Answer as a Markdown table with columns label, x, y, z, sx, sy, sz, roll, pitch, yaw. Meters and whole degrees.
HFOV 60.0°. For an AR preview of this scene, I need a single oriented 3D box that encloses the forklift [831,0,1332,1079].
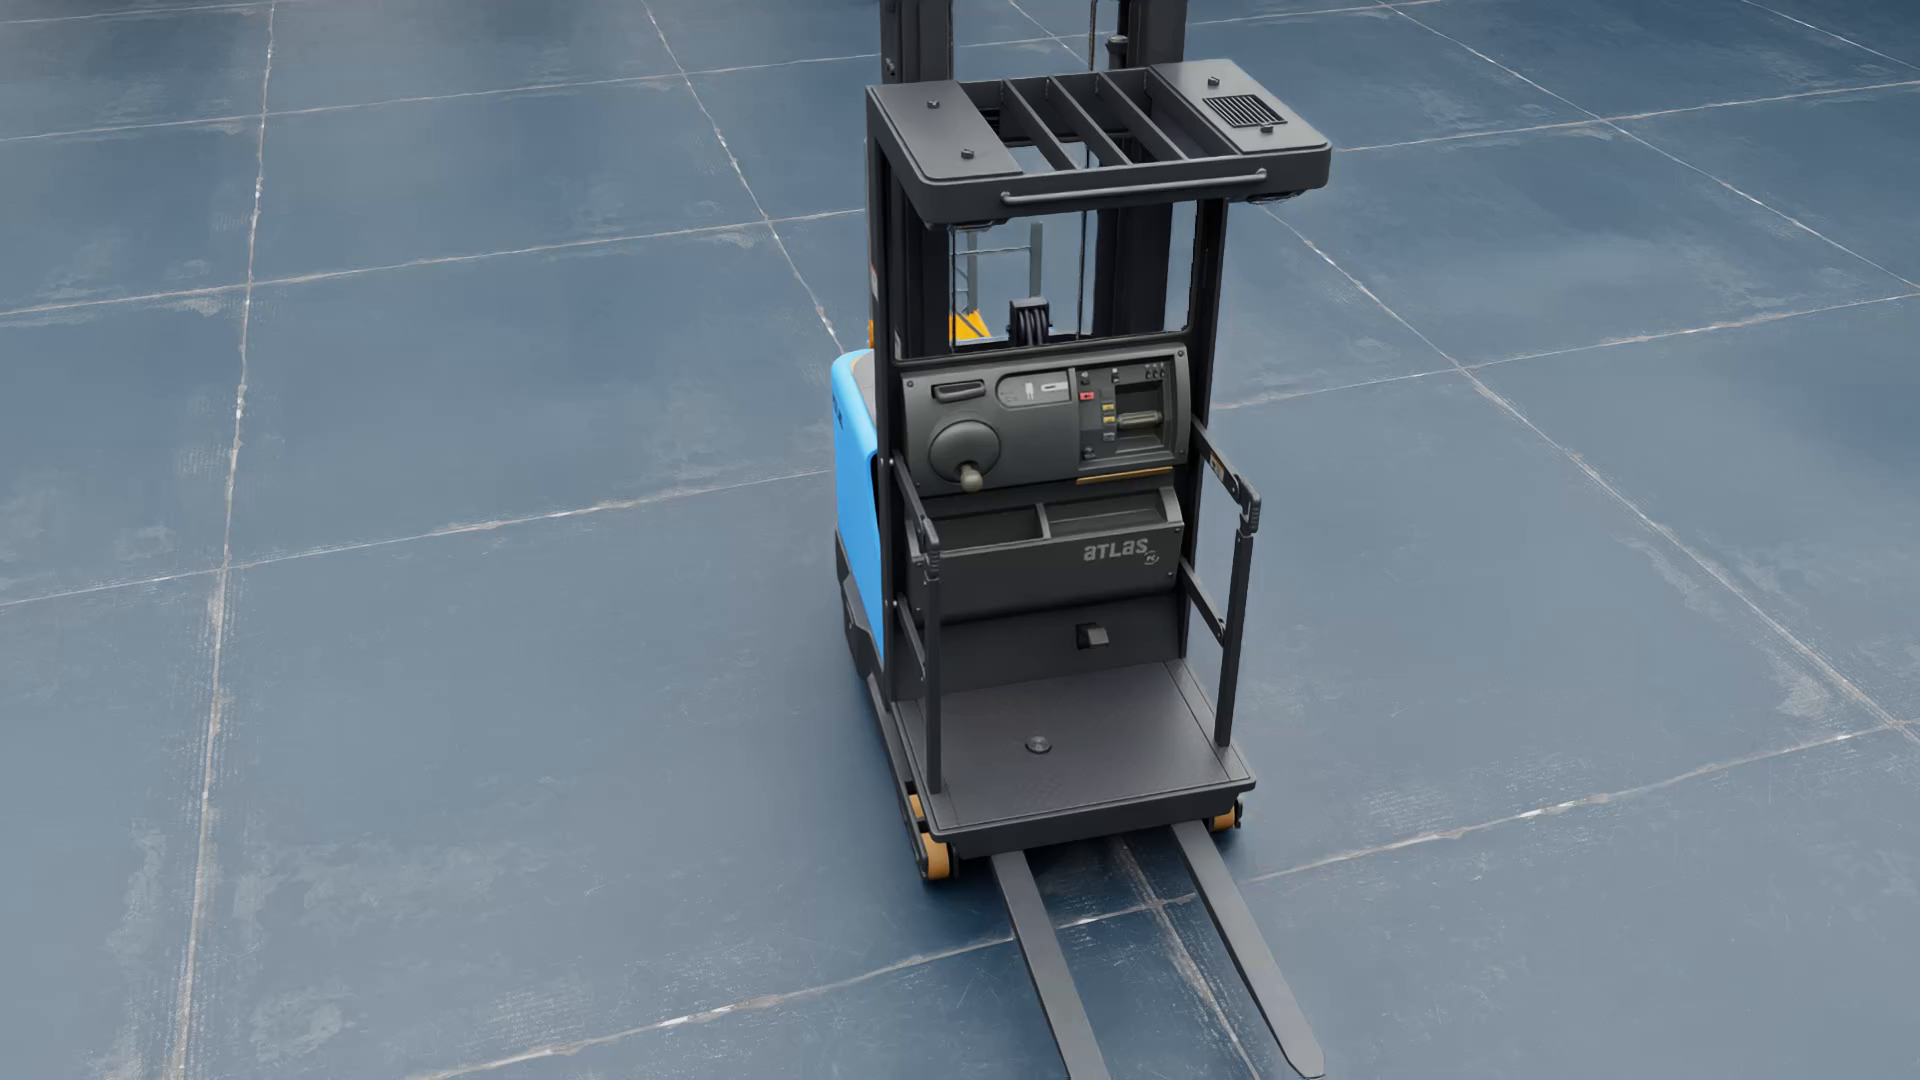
| label | x | y | z | sx | sy | sz | roll | pitch | yaw |
| --- | --- | --- | --- | --- | --- | --- | --- | --- | --- |
| forklift | 0.333 | -0.324 | 5.081 | 1.130 | 2.935 | 3.031 | -8 | 34 | -11 |

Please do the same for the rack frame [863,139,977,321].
| label | x | y | z | sx | sy | sz | roll | pitch | yaw |
| --- | --- | --- | --- | --- | --- | --- | --- | --- | --- |
| rack frame | -0.169 | -1.113 | 7.574 | 0.500 | 1.500 | 0.032 | -8 | 34 | -11 |

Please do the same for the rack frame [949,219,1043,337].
| label | x | y | z | sx | sy | sz | roll | pitch | yaw |
| --- | --- | --- | --- | --- | --- | --- | --- | --- | --- |
| rack frame | 0.070 | -0.568 | 6.749 | 0.500 | 1.500 | 0.032 | -8 | 34 | -11 |

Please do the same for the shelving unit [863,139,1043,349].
| label | x | y | z | sx | sy | sz | roll | pitch | yaw |
| --- | --- | --- | --- | --- | --- | --- | --- | --- | --- |
| shelving unit | -0.051 | -0.845 | 7.169 | 0.587 | 1.500 | 1.083 | -8 | 34 | -11 |

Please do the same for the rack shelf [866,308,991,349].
| label | x | y | z | sx | sy | sz | roll | pitch | yaw |
| --- | --- | --- | --- | --- | --- | --- | --- | --- | --- |
| rack shelf | -0.049 | -0.690 | 7.261 | 0.538 | 0.185 | 1.000 | -8 | 34 | -11 |
